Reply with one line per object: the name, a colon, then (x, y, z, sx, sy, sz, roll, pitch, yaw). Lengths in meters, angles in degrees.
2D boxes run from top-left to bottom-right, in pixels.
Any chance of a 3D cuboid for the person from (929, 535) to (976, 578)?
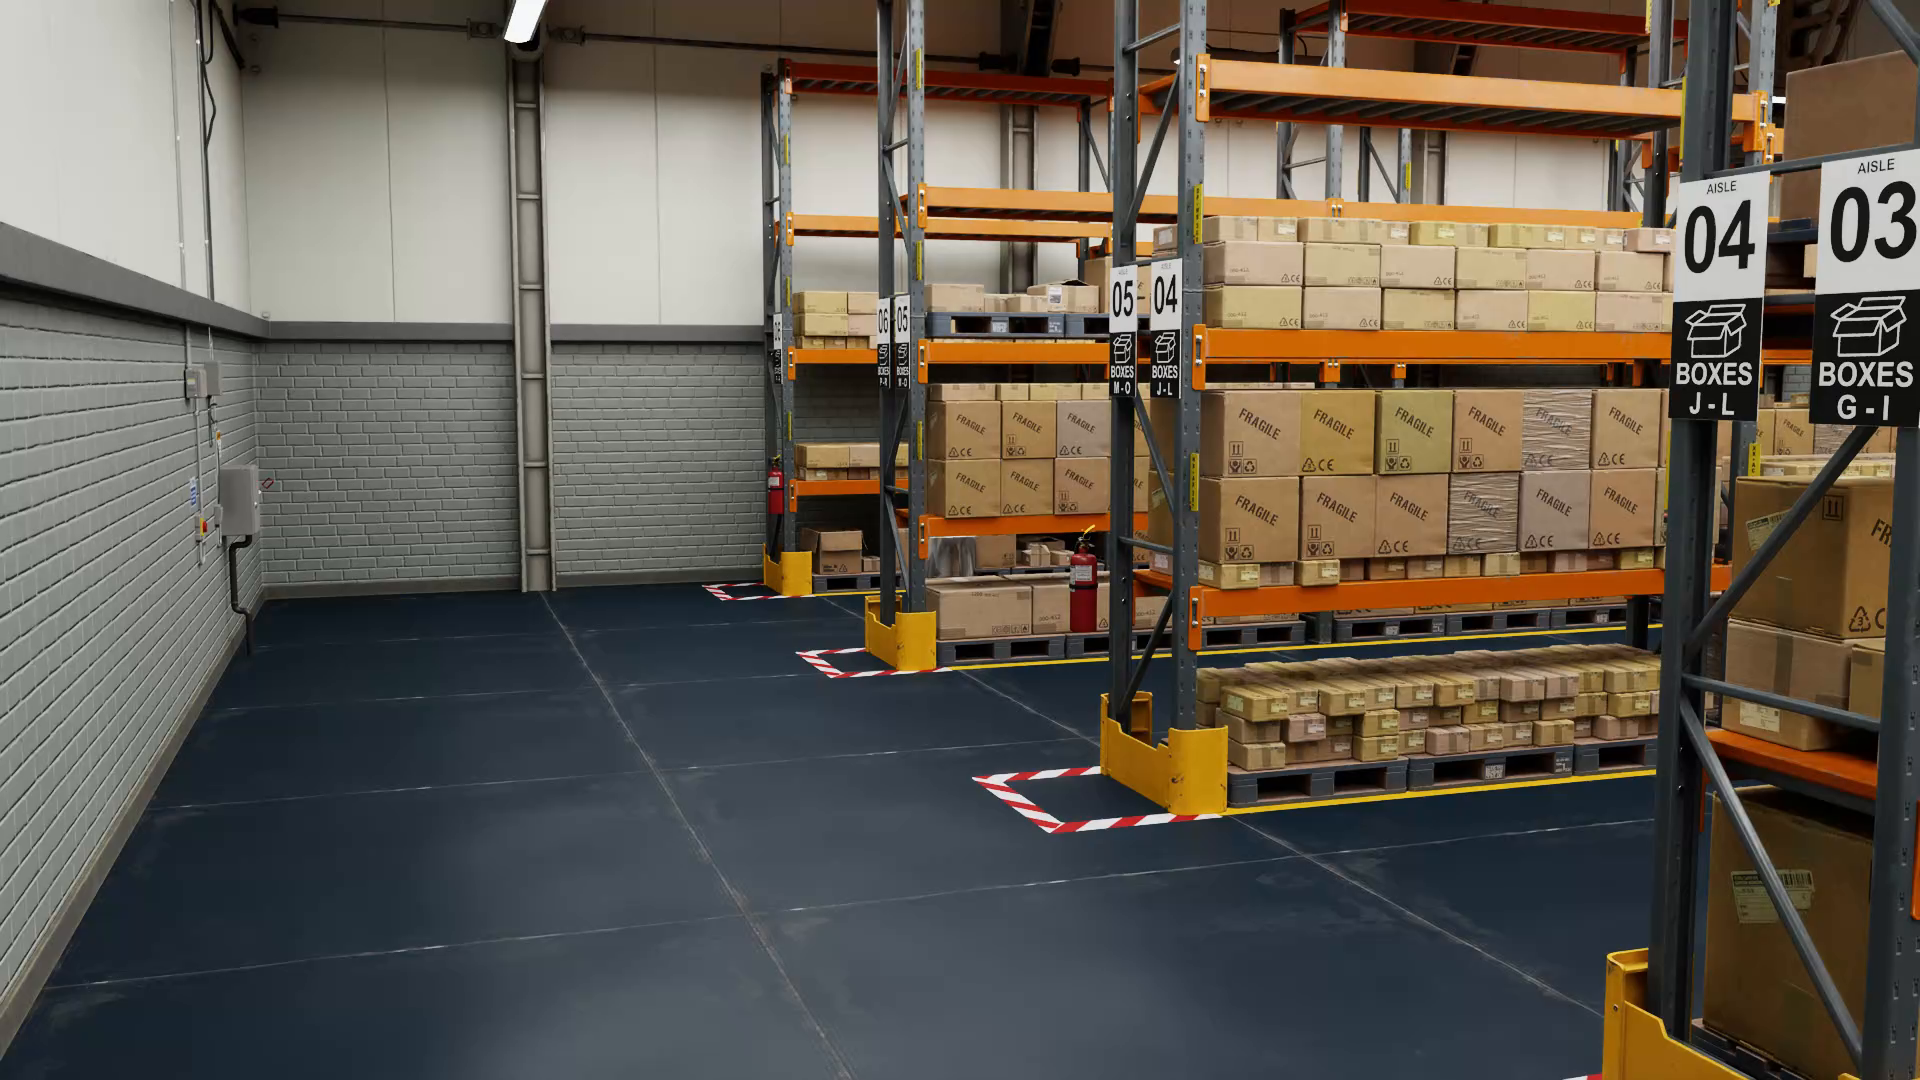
person: (-0.105, 0.064, 18.264, 0.421, 1.296, 0.878, -2, 6, -21)
